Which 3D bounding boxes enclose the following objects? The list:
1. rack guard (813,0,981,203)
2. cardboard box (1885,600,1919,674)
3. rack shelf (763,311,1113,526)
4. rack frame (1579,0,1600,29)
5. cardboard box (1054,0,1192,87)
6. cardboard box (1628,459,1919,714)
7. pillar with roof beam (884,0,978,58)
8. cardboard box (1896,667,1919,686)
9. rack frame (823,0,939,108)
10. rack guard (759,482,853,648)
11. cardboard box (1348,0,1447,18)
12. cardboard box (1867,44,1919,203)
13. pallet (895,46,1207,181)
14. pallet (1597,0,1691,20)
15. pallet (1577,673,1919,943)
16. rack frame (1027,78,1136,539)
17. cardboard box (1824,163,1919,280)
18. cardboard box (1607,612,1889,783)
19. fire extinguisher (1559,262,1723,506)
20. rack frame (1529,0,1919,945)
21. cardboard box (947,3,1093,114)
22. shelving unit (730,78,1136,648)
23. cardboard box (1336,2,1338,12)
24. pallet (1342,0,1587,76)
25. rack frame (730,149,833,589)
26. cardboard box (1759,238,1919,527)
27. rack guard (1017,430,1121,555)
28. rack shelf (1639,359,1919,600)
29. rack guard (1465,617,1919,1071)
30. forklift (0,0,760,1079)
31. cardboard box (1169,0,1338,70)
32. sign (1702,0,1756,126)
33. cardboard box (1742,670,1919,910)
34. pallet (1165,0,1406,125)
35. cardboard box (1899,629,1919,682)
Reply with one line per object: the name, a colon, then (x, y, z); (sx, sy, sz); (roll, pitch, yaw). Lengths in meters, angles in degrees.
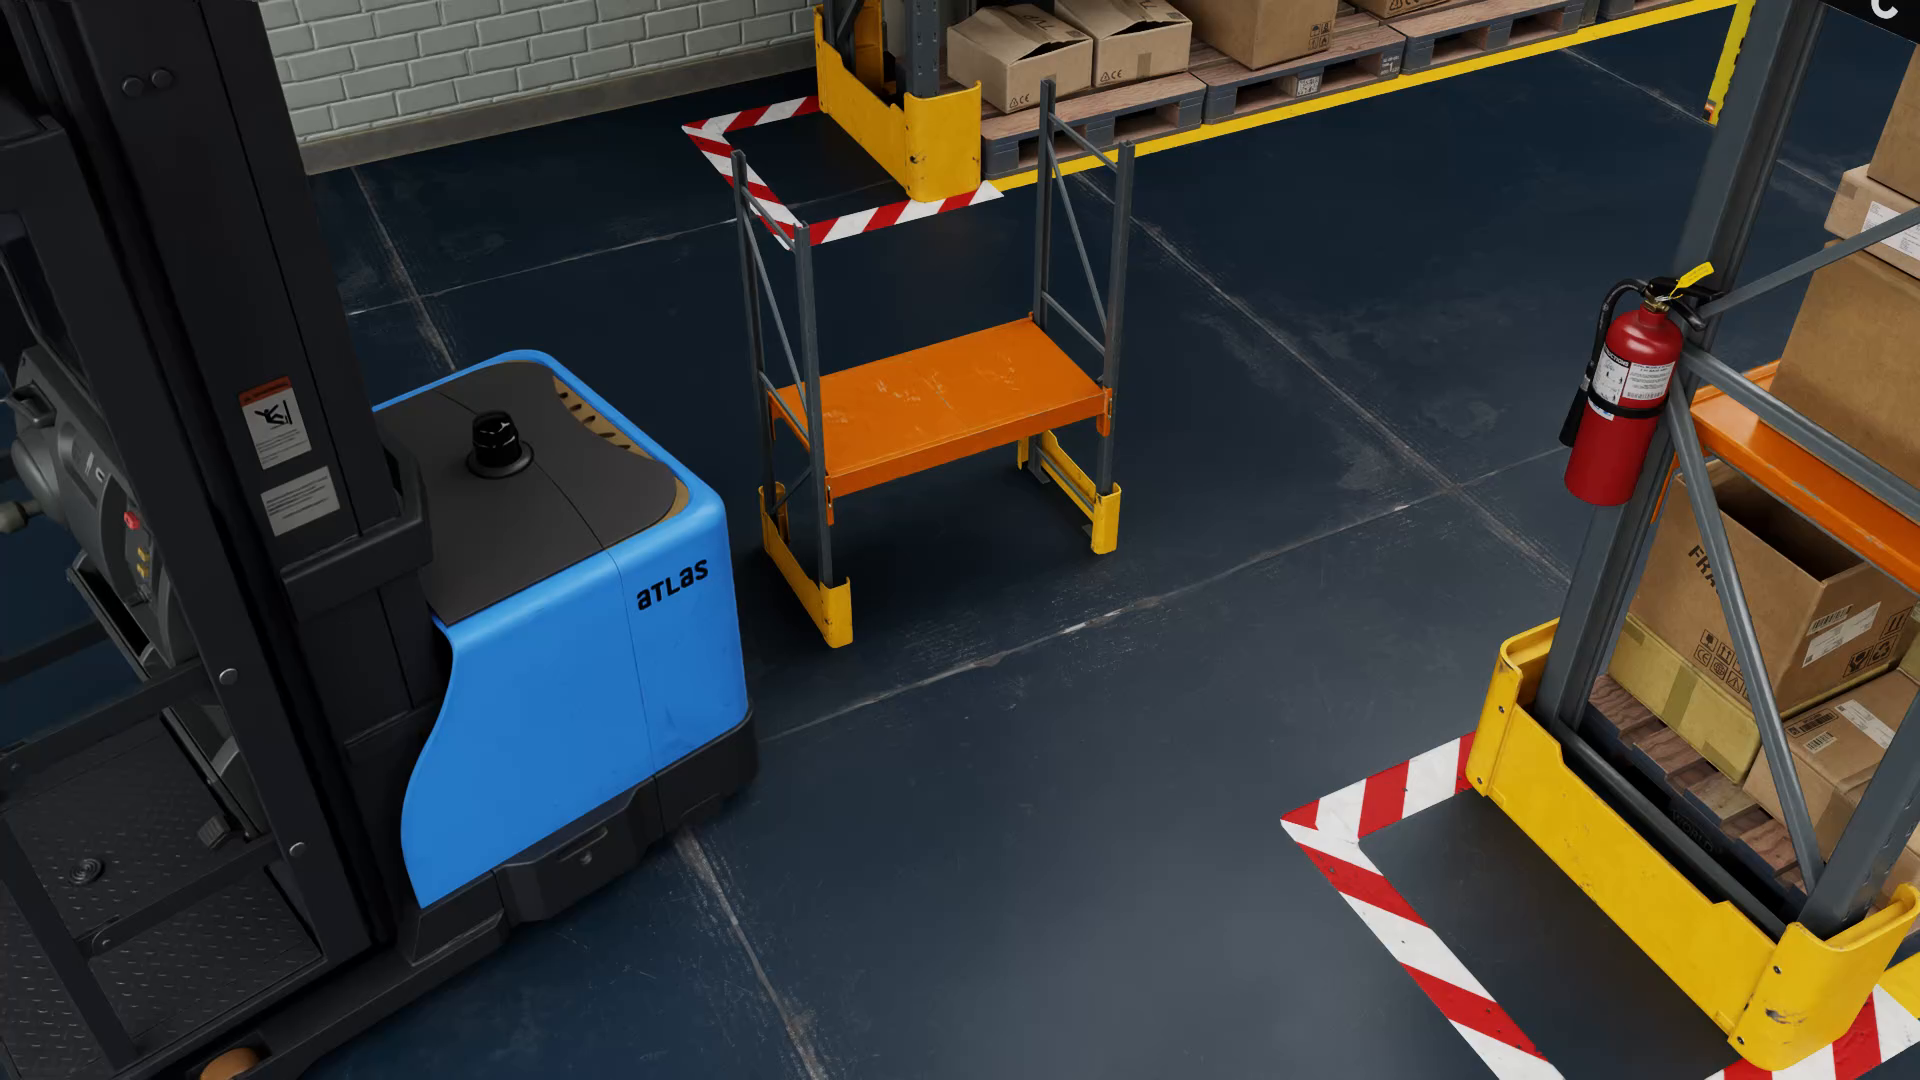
rack guard: (-0.305, -2.096, 7.839); (0.348, 0.500, 1.175); (-19, 44, -21)
cardboard box: (2.696, 0.214, 4.979); (0.500, 0.250, 0.500); (-19, 44, -21)
rack shelf: (-0.076, -0.410, 5.352); (1.000, 0.185, 0.538); (-19, 44, -21)
rack frame: (3.175, -4.221, 8.415); (0.127, 3.000, 1.000); (-19, 44, -21)
cardboard box: (0.788, -2.494, 8.115); (0.500, 0.311, 0.500); (-15, 43, -17)
cardboard box: (2.257, 0.083, 4.553); (0.500, 0.500, 0.500); (-19, 44, -21)
pillar with roof beam: (1.837, -3.555, 2.984); (0.400, 9.000, 9.100); (-19, 44, -21)
cardboard box: (2.939, 0.515, 4.623); (0.500, 0.250, 0.500); (-19, 44, -21)
rack frame: (-0.373, -3.027, 7.005); (0.127, 3.000, 1.000); (-19, 44, -21)
rack guard: (-0.509, 0.076, 5.467); (0.087, 0.250, 0.587); (-19, 44, -21)
cardboard box: (2.273, -3.102, 8.687); (0.500, 0.500, 0.500); (-22, 45, -24)
cardboard box: (2.386, -0.871, 3.376); (0.500, 0.500, 0.700); (-18, 44, -20)
pallet: (0.432, -2.208, 8.195); (1.213, 0.211, 1.003); (-19, 44, -21)
pallet: (3.865, -3.390, 9.591); (1.213, 0.211, 1.003); (-19, 44, -21)
pallet: (2.578, 0.622, 4.851); (1.213, 0.211, 1.003); (-19, 44, -21)
rack frame: (0.375, -0.699, 5.415); (0.032, 1.500, 0.500); (-19, 44, -21)
cardboard box: (2.170, -0.699, 3.674); (0.250, 0.149, 0.380); (-19, 44, -21)
cardboard box: (2.258, 0.370, 4.794); (0.500, 0.250, 0.500); (-19, 44, -21)
fire extinguisher: (1.599, -0.391, 3.950); (0.183, 0.674, 0.296); (-19, 44, -21)
rack frame: (1.919, -0.190, 3.653); (0.127, 3.000, 1.000); (-19, 44, -21)
cardboard box: (0.283, -2.324, 7.914); (0.500, 0.311, 0.500); (-24, 46, -25)
shelving unit: (-0.068, -0.550, 5.239); (1.083, 1.500, 0.587); (-19, 44, -21)
cardboard box: (1.747, -2.835, 8.644); (0.250, 0.149, 0.380); (-22, 45, -24)
pallet: (2.596, -2.936, 9.055); (1.213, 0.211, 1.003); (-19, 44, -21)
rack frame: (-0.527, -0.395, 5.056); (0.032, 1.500, 0.500); (-19, 44, -21)
cardboard box: (2.339, -0.360, 3.776); (0.500, 0.500, 0.700); (-19, 44, -21)
rack guard: (0.374, -0.221, 5.818); (0.087, 0.250, 0.587); (-19, 44, -21)
rack shelf: (3.693, -0.512, 4.590); (4.000, 0.370, 1.077); (-19, 44, -21)
rack guard: (1.898, 0.771, 4.452); (0.348, 0.500, 1.175); (-19, 44, -21)
forklift: (-2.028, -0.011, 3.495); (3.031, 2.935, 1.130); (-29, 48, -30)
cardboard box: (1.462, -2.756, 8.279); (0.500, 0.500, 0.700); (-21, 45, -23)
sign: (1.681, -1.037, 3.574); (0.005, 0.325, 0.100); (-19, 44, -21)
cardboard box: (2.497, 0.667, 4.444); (0.500, 0.250, 0.500); (-19, 44, -21)
pallet: (1.512, -2.569, 8.622); (1.213, 0.211, 1.003); (-19, 44, -21)
cardboard box: (2.940, 0.230, 4.379); (0.500, 0.500, 0.500); (-19, 44, -21)
